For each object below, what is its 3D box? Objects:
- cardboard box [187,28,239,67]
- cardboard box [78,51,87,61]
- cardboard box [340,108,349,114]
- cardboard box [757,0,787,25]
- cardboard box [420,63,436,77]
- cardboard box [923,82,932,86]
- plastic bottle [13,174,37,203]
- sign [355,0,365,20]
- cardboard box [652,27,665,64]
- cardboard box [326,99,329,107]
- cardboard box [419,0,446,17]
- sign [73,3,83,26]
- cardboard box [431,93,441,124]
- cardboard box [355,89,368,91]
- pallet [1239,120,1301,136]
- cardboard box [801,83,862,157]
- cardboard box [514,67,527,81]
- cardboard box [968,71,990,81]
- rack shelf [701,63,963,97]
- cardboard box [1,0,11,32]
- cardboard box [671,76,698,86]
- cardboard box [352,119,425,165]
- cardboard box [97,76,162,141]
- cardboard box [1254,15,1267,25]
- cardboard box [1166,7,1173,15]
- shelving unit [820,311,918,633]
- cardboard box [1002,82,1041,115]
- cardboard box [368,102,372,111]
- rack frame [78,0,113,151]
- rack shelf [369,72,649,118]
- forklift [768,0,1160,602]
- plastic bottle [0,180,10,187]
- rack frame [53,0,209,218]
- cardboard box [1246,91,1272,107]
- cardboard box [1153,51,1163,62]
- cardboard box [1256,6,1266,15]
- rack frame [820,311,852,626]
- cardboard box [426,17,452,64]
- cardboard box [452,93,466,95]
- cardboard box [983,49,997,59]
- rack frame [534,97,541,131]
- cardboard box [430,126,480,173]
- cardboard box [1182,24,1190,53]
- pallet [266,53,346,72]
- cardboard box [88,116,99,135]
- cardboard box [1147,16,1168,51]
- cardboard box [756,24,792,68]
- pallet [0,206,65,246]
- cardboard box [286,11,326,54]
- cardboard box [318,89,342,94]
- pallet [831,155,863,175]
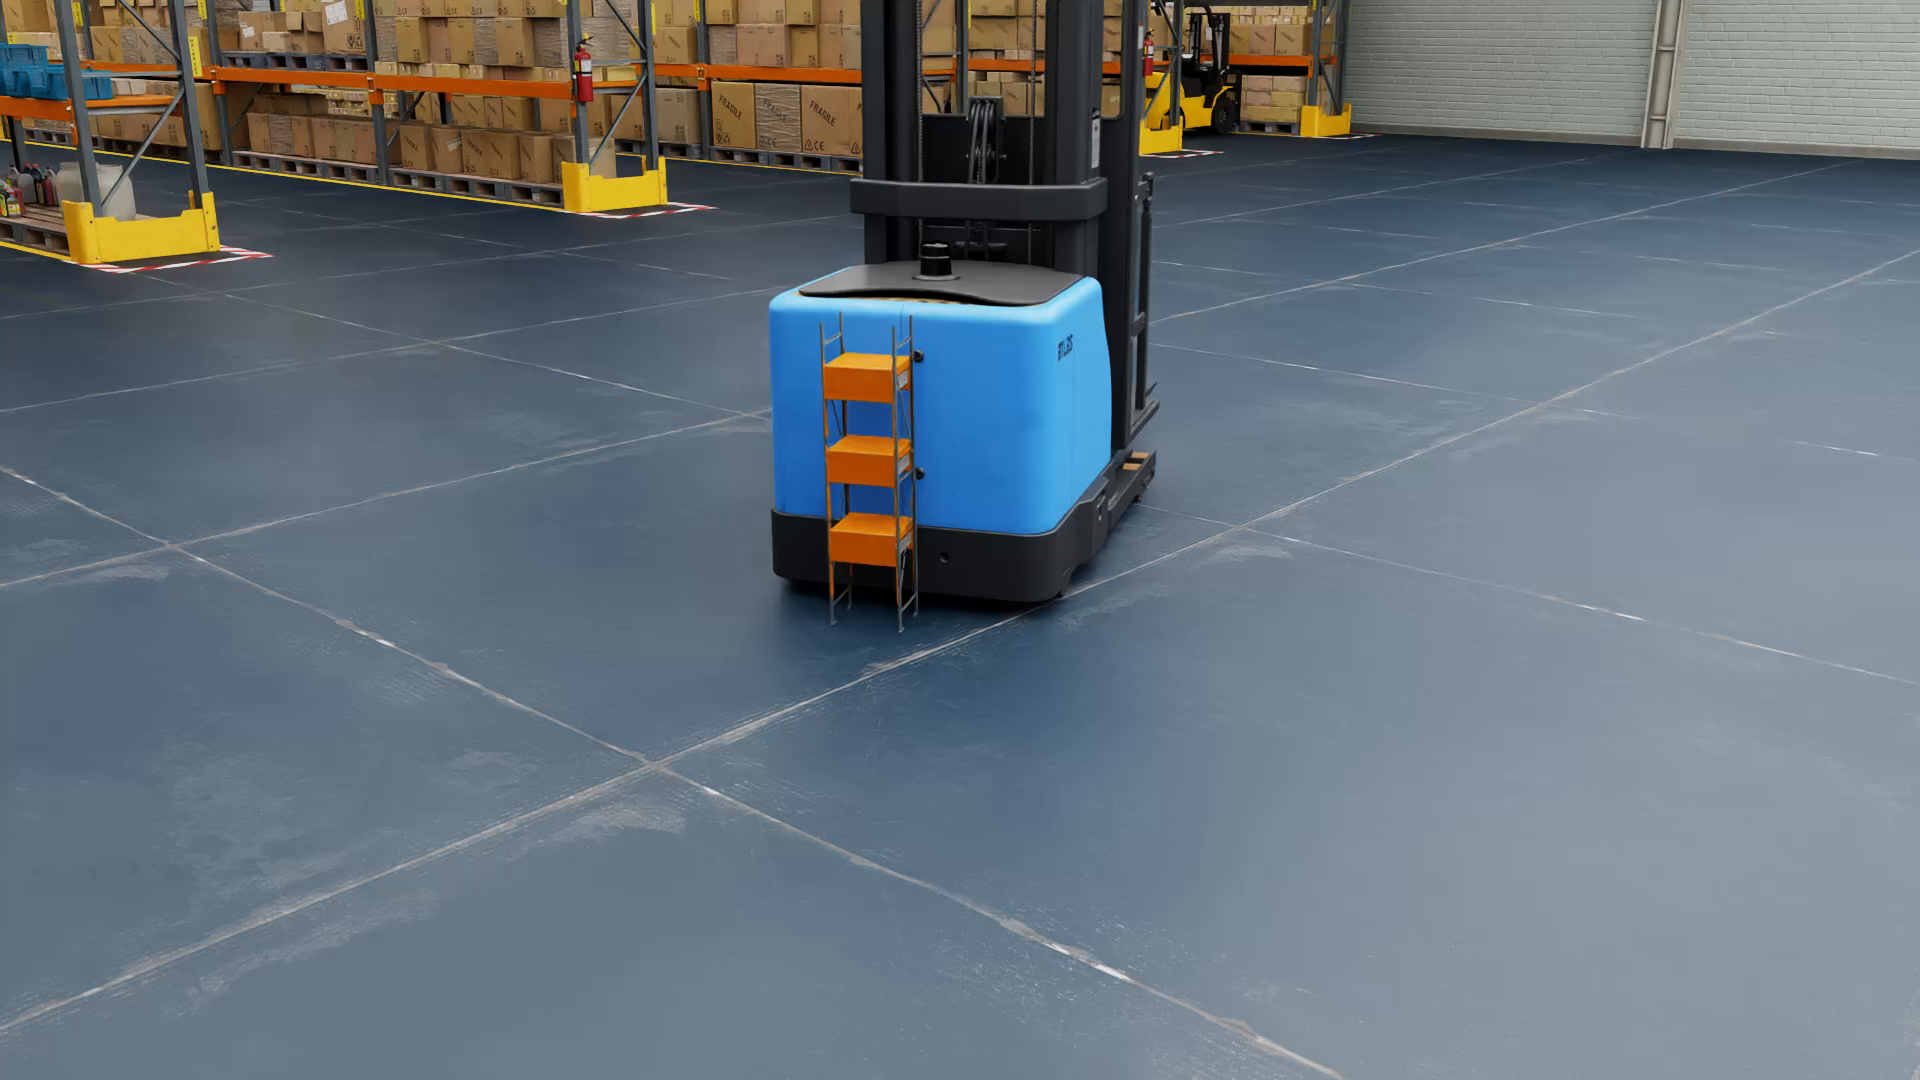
[{"bbox_3d":[-10.158,-6.702,22.604,0.500,0.500,0.500,16,24,41],"label":"cardboard box"},{"bbox_3d":[-13.062,-7.281,25.012,0.250,0.149,0.380,15,23,40],"label":"cardboard box"},{"bbox_3d":[-10.895,-7.675,29.856,0.250,0.149,0.380,15,23,39],"label":"cardboard box"},{"bbox_3d":[-2.211,-7.190,22.277,0.550,0.550,0.875,15,23,39],"label":"cardboard box"},{"bbox_3d":[-5.935,-5.372,18.996,0.250,0.149,0.380,15,23,39],"label":"cardboard box"},{"bbox_3d":[-0.581,-9.125,33.843,0.500,0.500,0.500,15,23,38],"label":"cardboard box"},{"bbox_3d":[-9.183,-3.458,16.323,0.135,0.276,0.152,15,23,39],"label":"plastic bottle"},{"bbox_3d":[-6.998,-6.233,19.380,0.005,0.325,0.100,15,23,39],"label":"sign"},{"bbox_3d":[-4.210,-7.103,23.869,0.500,0.500,0.500,15,23,39],"label":"cardboard box"},{"bbox_3d":[-11.490,-7.966,30.281,0.250,0.149,0.380,16,24,41],"label":"cardboard box"},{"bbox_3d":[-5.716,-6.125,18.644,0.500,0.500,0.500,15,23,39],"label":"cardboard box"},{"bbox_3d":[-12.983,-7.739,24.475,0.005,0.325,0.100,15,23,39],"label":"sign"},{"bbox_3d":[-8.475,-7.211,27.811,0.500,0.500,0.500,16,24,42],"label":"cardboard box"},{"bbox_3d":[-10.859,-8.201,30.528,0.250,0.149,0.380,16,24,41],"label":"cardboard box"},{"bbox_3d":[5.629,-7.186,28.904,1.213,0.211,1.003,15,23,39],"label":"pallet"},{"bbox_3d":[-1.484,-5.591,22.090,0.875,0.875,0.875,15,23,38],"label":"cardboard box"},{"bbox_3d":[-4.576,-5.038,17.943,0.250,0.149,0.380,15,23,39],"label":"cardboard box"},{"bbox_3d":[0.261,-7.388,26.471,0.250,0.149,0.380,15,23,40],"label":"cardboard box"},{"bbox_3d":[-1.769,-6.165,22.269,4.000,0.370,1.077,15,23,39],"label":"rack shelf"},{"bbox_3d":[-15.054,-8.387,26.597,0.500,0.500,0.500,14,23,38],"label":"cardboard box"},{"bbox_3d":[-4.841,-8.558,31.436,0.875,0.875,0.875,16,24,41],"label":"cardboard box"},{"bbox_3d":[-7.078,-4.954,20.669,0.500,0.500,0.700,13,22,35],"label":"cardboard box"},{"bbox_3d":[-12.124,-6.478,24.882,0.875,0.875,1.225,15,23,39],"label":"cardboard box"},{"bbox_3d":[5.241,-8.896,28.448,0.250,0.149,0.380,15,23,39],"label":"cardboard box"},{"bbox_3d":[3.855,-9.385,29.495,0.250,0.149,0.380,16,23,40],"label":"cardboard box"},{"bbox_3d":[-0.298,-0.223,5.567,0.252,1.050,0.215,5,20,15],"label":"shelving unit"},{"bbox_3d":[1.002,-6.908,26.032,0.500,0.500,0.500,17,24,42],"label":"cardboard box"},{"bbox_3d":[-10.118,-7.592,29.101,0.250,0.149,0.380,14,22,37],"label":"cardboard box"},{"bbox_3d":[-12.616,-7.414,25.015,0.127,3.000,1.000,15,23,39],"label":"rack frame"},{"bbox_3d":[-5.137,-5.063,18.797,4.000,0.370,1.077,15,23,39],"label":"rack shelf"},{"bbox_3d":[0.235,-1.591,6.778,1.130,2.935,3.031,5,18,16],"label":"forklift"},{"bbox_3d":[-9.053,-3.258,15.694,0.135,0.276,0.152,15,23,39],"label":"plastic bottle"},{"bbox_3d":[-6.929,-3.884,13.892,0.127,3.000,1.000,15,23,39],"label":"rack frame"},{"bbox_3d":[5.289,-7.629,28.715,0.500,0.250,0.500,15,23,39],"label":"cardboard box"},{"bbox_3d":[2.820,-7.242,24.888,0.250,0.149,0.380,15,23,39],"label":"cardboard box"},{"bbox_3d":[5.266,-9.049,28.437,0.250,0.149,0.380,15,23,40],"label":"cardboard box"},{"bbox_3d":[-0.415,-0.233,5.599,0.008,1.050,0.200,5,20,15],"label":"rack frame"},{"bbox_3d":[-5.546,-5.707,18.978,0.500,0.500,0.875,15,23,39],"label":"cardboard box"},{"bbox_3d":[-8.093,-7.464,27.371,0.500,0.250,0.500,16,24,41],"label":"cardboard box"},{"bbox_3d":[0.572,-7.651,26.178,0.250,0.149,0.380,16,24,41],"label":"cardboard box"},{"bbox_3d":[-6.257,-7.713,25.956,0.127,3.000,1.000,15,23,39],"label":"rack frame"},{"bbox_3d":[-5.927,-4.614,19.629,0.500,0.500,0.500,-10,20,-28],"label":"cardboard box"},{"bbox_3d":[4.176,-8.871,29.440,0.500,0.500,0.500,15,23,39],"label":"cardboard box"},{"bbox_3d":[-8.117,-6.131,21.290,1.213,0.211,1.003,15,23,39],"label":"pallet"},{"bbox_3d":[-13.057,-6.752,25.747,0.875,0.875,0.875,15,23,39],"label":"cardboard box"},{"bbox_3d":[2.767,-7.594,24.925,0.500,0.500,0.500,15,23,38],"label":"cardboard box"},{"bbox_3d":[-2.229,-6.669,22.420,0.550,0.550,0.875,15,23,39],"label":"cardboard box"},{"bbox_3d":[-8.529,-2.969,15.618,1.213,0.211,1.003,15,23,39],"label":"pallet"},{"bbox_3d":[-7.991,-6.384,20.905,0.797,0.503,0.637,-15,23,-40],"label":"cardboard box"},{"bbox_3d":[-11.444,-8.123,30.284,0.250,0.149,0.380,14,22,37],"label":"cardboard box"},{"bbox_3d":[-0.923,-4.920,21.766,1.213,0.211,1.003,15,23,39],"label":"pallet"}]
